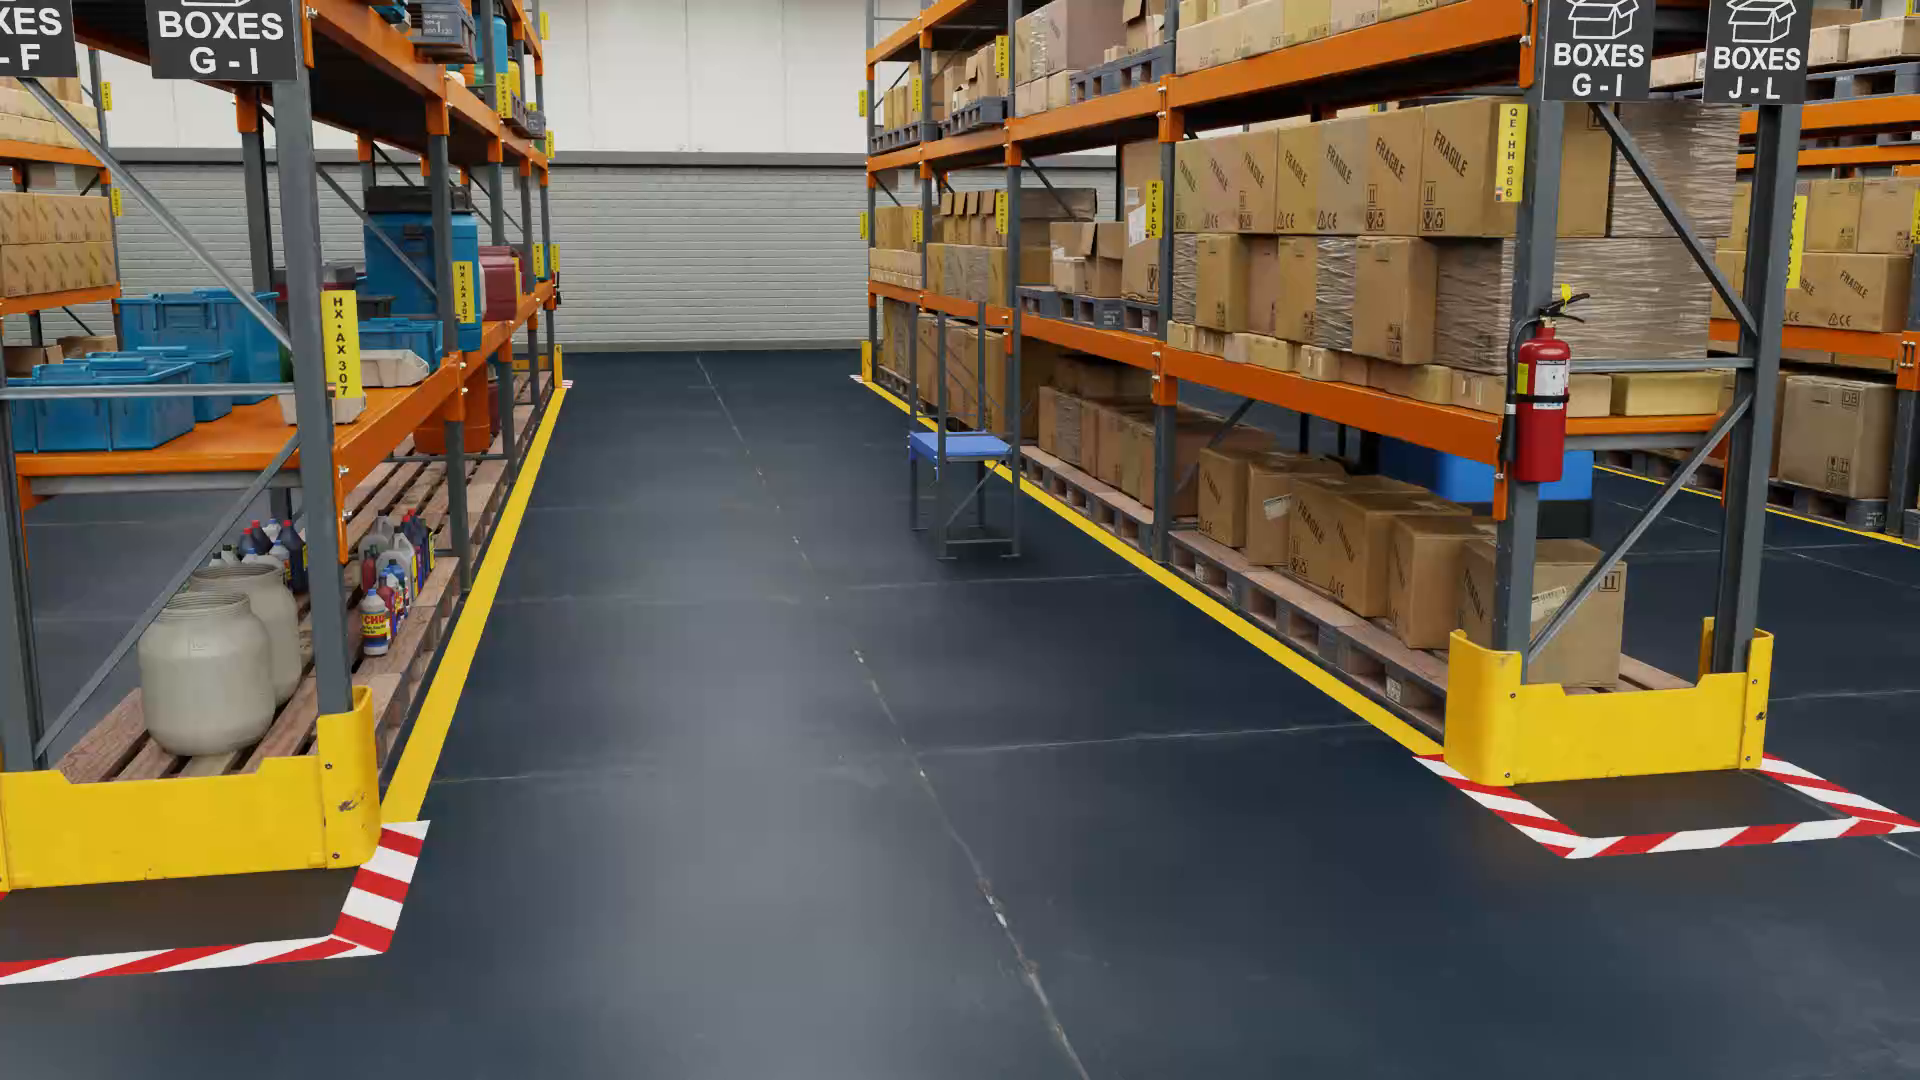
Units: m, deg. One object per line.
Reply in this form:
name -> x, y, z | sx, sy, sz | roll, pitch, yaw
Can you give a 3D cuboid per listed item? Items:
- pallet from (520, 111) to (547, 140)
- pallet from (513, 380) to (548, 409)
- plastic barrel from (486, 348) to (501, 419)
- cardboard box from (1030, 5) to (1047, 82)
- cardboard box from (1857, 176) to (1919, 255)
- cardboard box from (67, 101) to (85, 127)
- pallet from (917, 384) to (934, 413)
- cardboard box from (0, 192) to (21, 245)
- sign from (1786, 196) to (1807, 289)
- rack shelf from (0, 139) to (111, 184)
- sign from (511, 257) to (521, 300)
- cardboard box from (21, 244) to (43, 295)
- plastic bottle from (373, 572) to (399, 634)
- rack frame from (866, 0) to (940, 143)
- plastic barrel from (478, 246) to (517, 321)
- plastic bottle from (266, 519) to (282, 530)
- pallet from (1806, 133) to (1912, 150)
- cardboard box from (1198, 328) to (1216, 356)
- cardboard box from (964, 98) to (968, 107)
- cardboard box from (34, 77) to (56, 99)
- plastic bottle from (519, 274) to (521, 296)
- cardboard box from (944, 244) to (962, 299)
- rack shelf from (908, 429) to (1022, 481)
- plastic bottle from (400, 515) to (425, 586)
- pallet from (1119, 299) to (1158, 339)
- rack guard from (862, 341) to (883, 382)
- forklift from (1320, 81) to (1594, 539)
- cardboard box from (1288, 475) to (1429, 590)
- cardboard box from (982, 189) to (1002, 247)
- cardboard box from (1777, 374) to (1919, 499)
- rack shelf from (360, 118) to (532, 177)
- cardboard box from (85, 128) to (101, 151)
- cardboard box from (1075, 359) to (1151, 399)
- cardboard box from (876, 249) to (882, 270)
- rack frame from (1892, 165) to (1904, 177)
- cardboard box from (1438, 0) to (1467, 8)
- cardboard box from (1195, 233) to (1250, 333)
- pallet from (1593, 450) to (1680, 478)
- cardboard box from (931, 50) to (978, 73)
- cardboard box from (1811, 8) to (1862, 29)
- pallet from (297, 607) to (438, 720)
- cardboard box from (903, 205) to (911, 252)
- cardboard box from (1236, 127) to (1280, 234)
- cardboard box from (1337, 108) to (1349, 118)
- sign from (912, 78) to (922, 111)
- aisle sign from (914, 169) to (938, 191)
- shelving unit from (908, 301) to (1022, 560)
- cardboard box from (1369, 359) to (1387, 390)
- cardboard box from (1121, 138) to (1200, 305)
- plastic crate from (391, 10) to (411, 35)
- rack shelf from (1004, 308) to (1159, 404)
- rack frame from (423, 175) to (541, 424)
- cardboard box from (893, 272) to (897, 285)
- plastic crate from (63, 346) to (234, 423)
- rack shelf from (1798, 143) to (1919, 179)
pallet -> -4.506, -3.880, 15.544 | 1.213, 0.211, 1.003 | -2, 11, -11
pallet -> -5.176, -1.628, 18.683 | 1.003, 0.211, 1.213 | -2, 11, -11
plastic barrel -> -4.527, -1.585, 15.491 | 0.600, 0.901, 0.708 | -2, 11, -11
cardboard box -> 0.817, -3.666, 12.307 | 0.500, 0.500, 0.500 | -2, 11, -11
cardboard box -> 6.443, -2.146, 11.006 | 0.700, 0.500, 0.500 | -2, 11, -12
cardboard box -> -9.944, -4.663, 18.214 | 0.500, 0.250, 0.500 | -2, 11, -11
pallet -> 0.033, -1.592, 18.498 | 1.003, 0.211, 1.213 | -2, 11, -11
cardboard box -> -9.429, -3.097, 16.006 | 0.500, 0.500, 0.500 | -2, 11, -10
sign -> 2.971, -1.064, 5.949 | 0.100, 0.325, 0.005 | -2, 11, -11
rack shelf -> -10.002, -3.947, 17.315 | 1.077, 0.370, 4.000 | -2, 11, -11
sign -> -3.438, -2.008, 12.786 | 0.100, 0.325, 0.005 | -2, 11, -11
cardboard box -> -9.548, -2.707, 16.627 | 0.500, 0.500, 0.500 | -2, 11, -10
plastic bottle -> -2.534, 0.279, 7.331 | 0.097, 0.271, 0.097 | 0, 11, 0
rack frame -> -0.674, -6.501, 20.783 | 1.000, 3.000, 0.127 | -2, 11, -11
plastic barrel -> -3.589, -1.899, 12.287 | 0.600, 0.536, 0.708 | -2, 11, -11
plastic bottle -> -3.566, 0.026, 8.658 | 0.097, 0.271, 0.097 | 0, 11, 0
pallet -> 10.052, -4.393, 18.247 | 0.805, 0.209, 1.217 | -3, 11, -13
cardboard box -> 1.519, -1.088, 9.061 | 0.380, 0.149, 0.250 | -2, 11, -11
cardboard box -> 0.247, -4.098, 15.730 | 0.380, 0.149, 0.250 | -3, 11, -13
cardboard box -> -10.059, -4.932, 17.621 | 0.700, 0.500, 0.500 | -2, 11, -11
plastic bottle -> -4.270, -2.481, 16.022 | 0.061, 0.283, 0.133 | -2, 11, -11
cardboard box -> 0.144, -2.592, 16.023 | 0.500, 0.500, 0.500 | -2, 11, -12
rack shelf -> 0.017, -0.544, 10.508 | 0.538, 0.185, 1.000 | -2, 11, -11
plastic bottle -> -2.753, 0.055, 8.291 | 0.144, 0.351, 0.185 | -3, 11, -14
pallet -> 1.654, -1.404, 10.563 | 1.003, 0.211, 1.213 | -2, 11, -11
rack guard -> -0.678, -2.330, 21.601 | 1.175, 0.500, 0.348 | -2, 11, -11
forklift -> 3.263, -1.653, 11.541 | 1.130, 2.935, 3.031 | -1, 11, -8
cardboard box -> 2.016, -0.040, 8.449 | 0.500, 0.500, 0.500 | -3, 11, -16
cardboard box -> 0.632, -2.883, 14.868 | 0.797, 0.503, 0.637 | -2, 11, -10
cardboard box -> 6.336, -0.726, 11.383 | 1.050, 0.750, 0.750 | -2, 11, -11
rack shelf -> -4.365, -3.393, 14.403 | 1.077, 0.370, 4.000 | -2, 11, -11
cardboard box -> -10.033, -4.509, 18.744 | 0.500, 0.250, 0.500 | -2, 11, -11
cardboard box -> 1.155, -1.224, 12.609 | 0.500, 0.250, 0.500 | -1, 11, -5
cardboard box -> -0.737, -3.433, 20.317 | 0.500, 0.250, 0.500 | -2, 11, -12
rack frame -> 13.915, -4.095, 24.190 | 1.000, 3.000, 0.127 | -2, 11, -11
cardboard box -> 2.095, -2.098, 6.076 | 0.500, 0.250, 0.500 | -2, 11, -10
cardboard box -> 1.750, -1.370, 8.810 | 0.875, 0.500, 0.500 | -2, 11, -11
pallet -> 5.847, -0.731, 13.972 | 1.003, 0.211, 1.213 | -2, 11, -11
cardboard box -> -0.072, -5.139, 17.989 | 0.500, 0.250, 0.500 | -3, 11, -15
cardboard box -> 6.380, -3.718, 12.526 | 0.500, 0.500, 0.500 | -2, 11, -11
pallet -> -2.868, 0.546, 7.262 | 1.003, 0.211, 1.213 | -2, 11, -11
cardboard box -> -0.341, -3.427, 18.281 | 0.500, 0.500, 0.500 | -2, 11, -10
cardboard box -> 1.694, -1.764, 8.205 | 0.500, 0.500, 0.500 | -2, 11, -11
cardboard box -> 4.560, -4.798, 18.927 | 0.500, 0.250, 0.500 | -3, 11, -13
sign -> -0.440, -4.566, 17.046 | 0.100, 0.325, 0.005 | -2, 11, -11
aisle sign -> -0.393, -4.855, 21.228 | 0.394, 0.787, 0.004 | -2, 11, -11
shelving unit -> 0.017, -0.721, 10.474 | 0.538, 1.500, 1.048 | -2, 11, -11
cardboard box -> 1.992, -0.724, 7.150 | 0.380, 0.149, 0.250 | -2, 11, -11
cardboard box -> 1.643, -2.004, 10.478 | 1.000, 1.000, 1.000 | -2, 11, -11
plastic crate -> -2.489, -2.237, 7.109 | 0.243, 0.136, 0.396 | -2, 11, -11
rack shelf -> 1.271, -1.366, 11.775 | 1.077, 0.370, 4.000 | -2, 11, -11
rack frame -> -4.754, -2.640, 16.544 | 1.000, 3.000, 0.127 | -2, 11, -11
cardboard box -> -0.575, -3.023, 19.228 | 0.380, 0.149, 0.250 | -2, 11, -10
plastic crate -> -2.932, -0.566, 6.046 | 0.499, 0.251, 0.408 | -2, 11, -11
rack shelf -> 10.214, -3.934, 17.243 | 1.077, 0.370, 4.000 | -2, 11, -11
